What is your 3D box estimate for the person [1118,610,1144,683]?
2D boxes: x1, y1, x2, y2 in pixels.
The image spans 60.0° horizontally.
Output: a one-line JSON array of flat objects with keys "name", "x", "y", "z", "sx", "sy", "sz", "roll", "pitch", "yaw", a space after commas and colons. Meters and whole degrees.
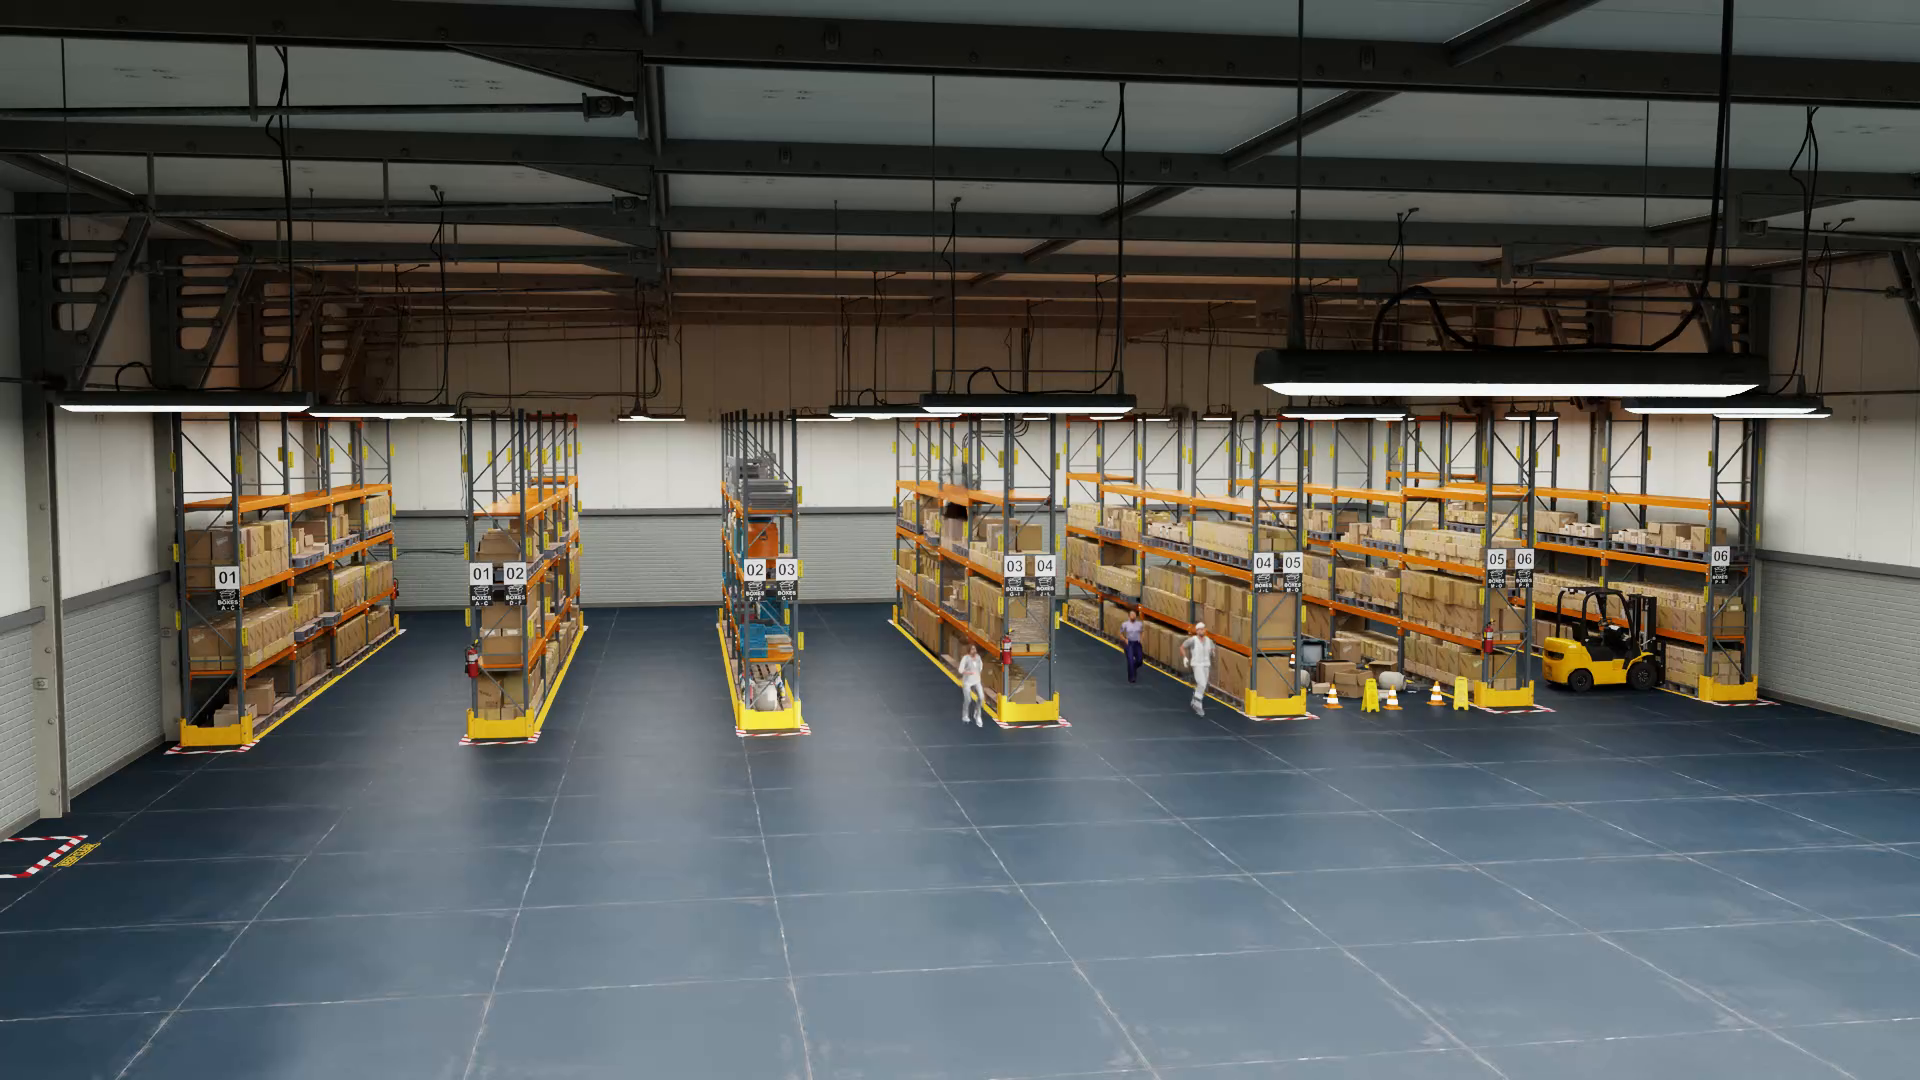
[{"name": "person", "x": 3.821, "y": 2.351, "z": 36.921, "sx": 0.605, "sy": 1.593, "sz": 0.558, "roll": -1, "pitch": 4, "yaw": -10}]

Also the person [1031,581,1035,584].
[{"name": "person", "x": 1.894, "y": 1.560, "z": 47.910, "sx": 0.708, "sy": 1.702, "sz": 0.811, "roll": 1, "pitch": 4, "yaw": 17}]

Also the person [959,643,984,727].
[{"name": "person", "x": 0.221, "y": 2.735, "z": 31.537, "sx": 0.560, "sy": 1.589, "sz": 0.737, "roll": -2, "pitch": 4, "yaw": -21}]

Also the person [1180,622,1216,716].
[{"name": "person", "x": 4.743, "y": 2.544, "z": 32.795, "sx": 0.645, "sy": 1.841, "sz": 0.767, "roll": -2, "pitch": 4, "yaw": -27}]
